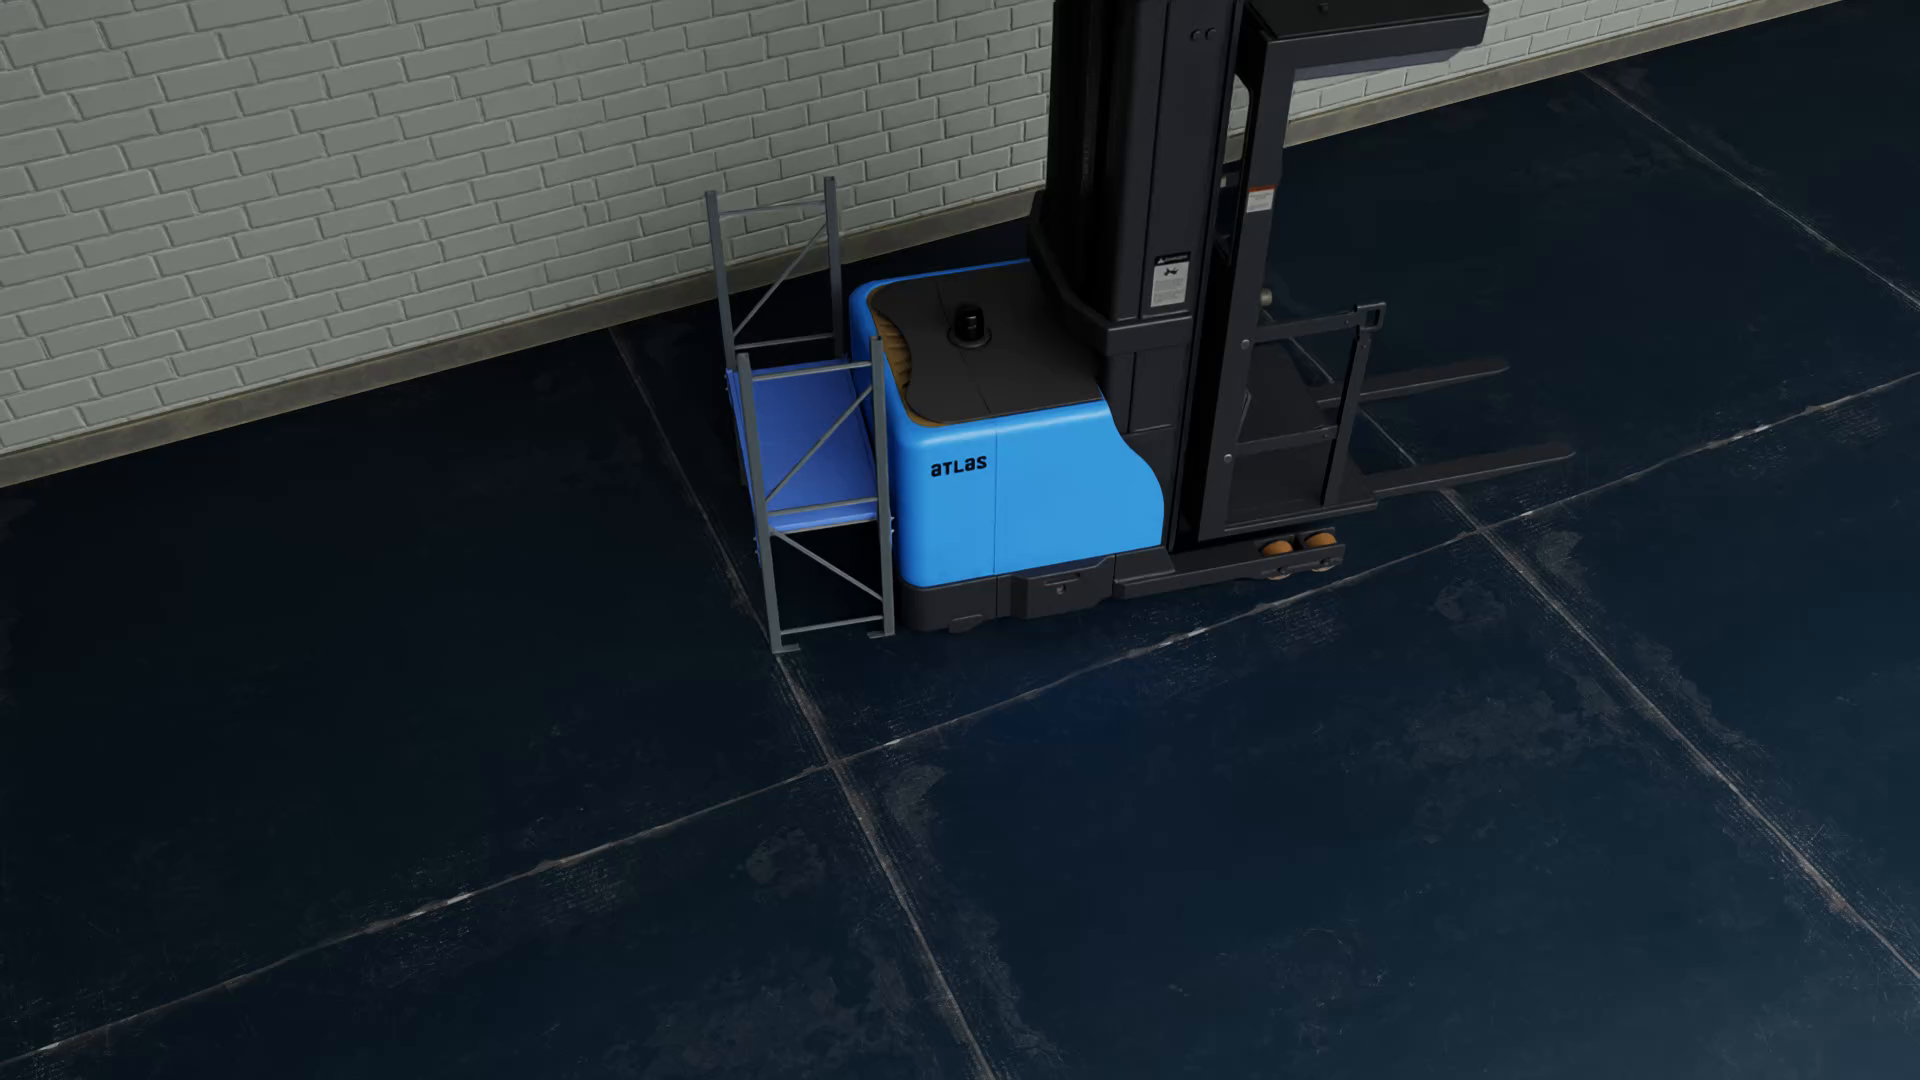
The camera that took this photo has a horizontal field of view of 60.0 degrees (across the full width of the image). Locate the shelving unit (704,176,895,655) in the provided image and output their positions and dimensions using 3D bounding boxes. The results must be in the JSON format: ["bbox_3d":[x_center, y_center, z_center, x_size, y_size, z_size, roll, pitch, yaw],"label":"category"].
[{"bbox_3d":[-0.618,-0.472,6.529,0.538,1.500,1.048,-9,45,-9],"label":"shelving unit"}]

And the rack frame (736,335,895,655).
[{"bbox_3d":[-0.511,-0.123,6.176,0.500,1.500,0.032,-9,45,-9],"label":"rack frame"}]

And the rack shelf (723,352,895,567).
[{"bbox_3d":[-0.618,-0.344,6.656,0.538,0.185,1.000,-9,45,-9],"label":"rack shelf"}]

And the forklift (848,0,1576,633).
[{"bbox_3d":[1.117,-1.228,6.277,3.031,2.935,1.130,-10,46,-10],"label":"forklift"}]

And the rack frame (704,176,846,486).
[{"bbox_3d":[-0.726,-0.821,6.883,0.500,1.500,0.032,-9,45,-9],"label":"rack frame"}]
